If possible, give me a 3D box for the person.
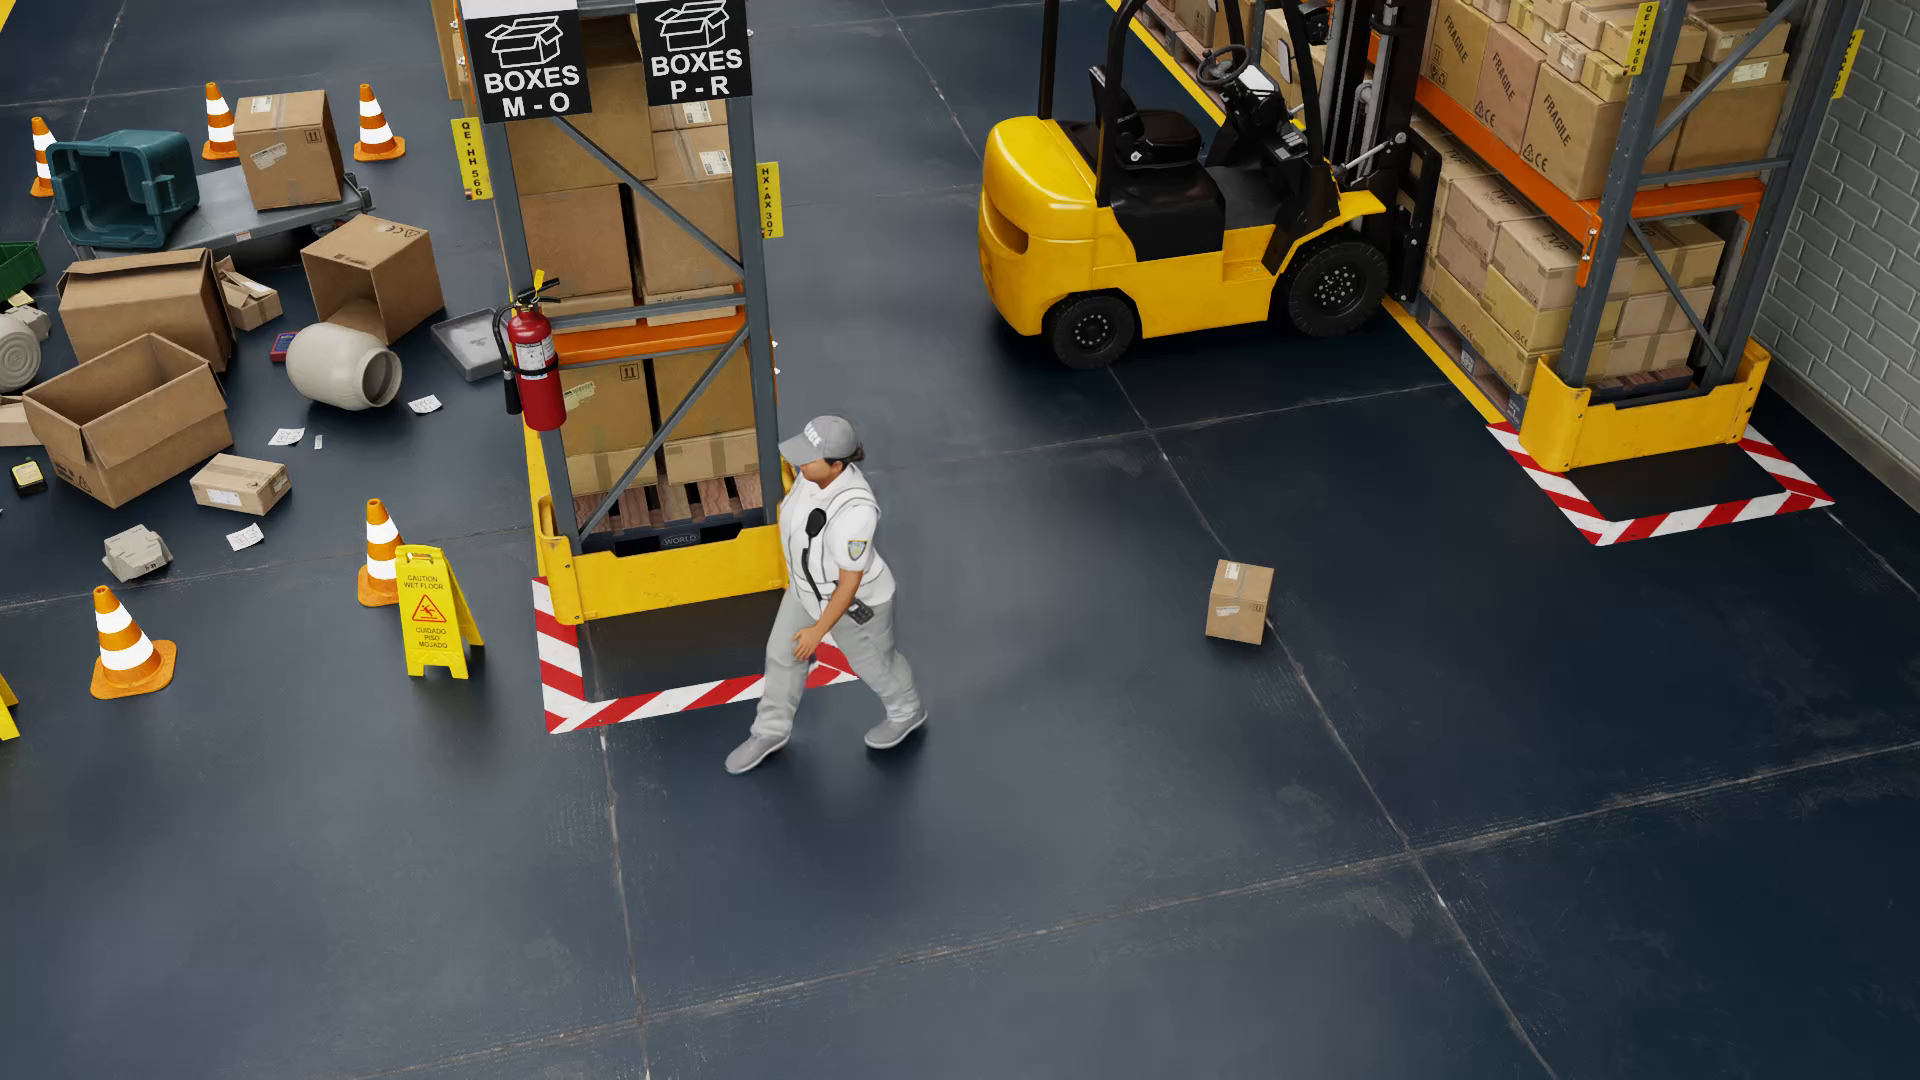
[{"bbox_3d":[-0.533,0.243,6.407,0.840,1.668,0.495,-20,43,-23],"label":"person"}]
